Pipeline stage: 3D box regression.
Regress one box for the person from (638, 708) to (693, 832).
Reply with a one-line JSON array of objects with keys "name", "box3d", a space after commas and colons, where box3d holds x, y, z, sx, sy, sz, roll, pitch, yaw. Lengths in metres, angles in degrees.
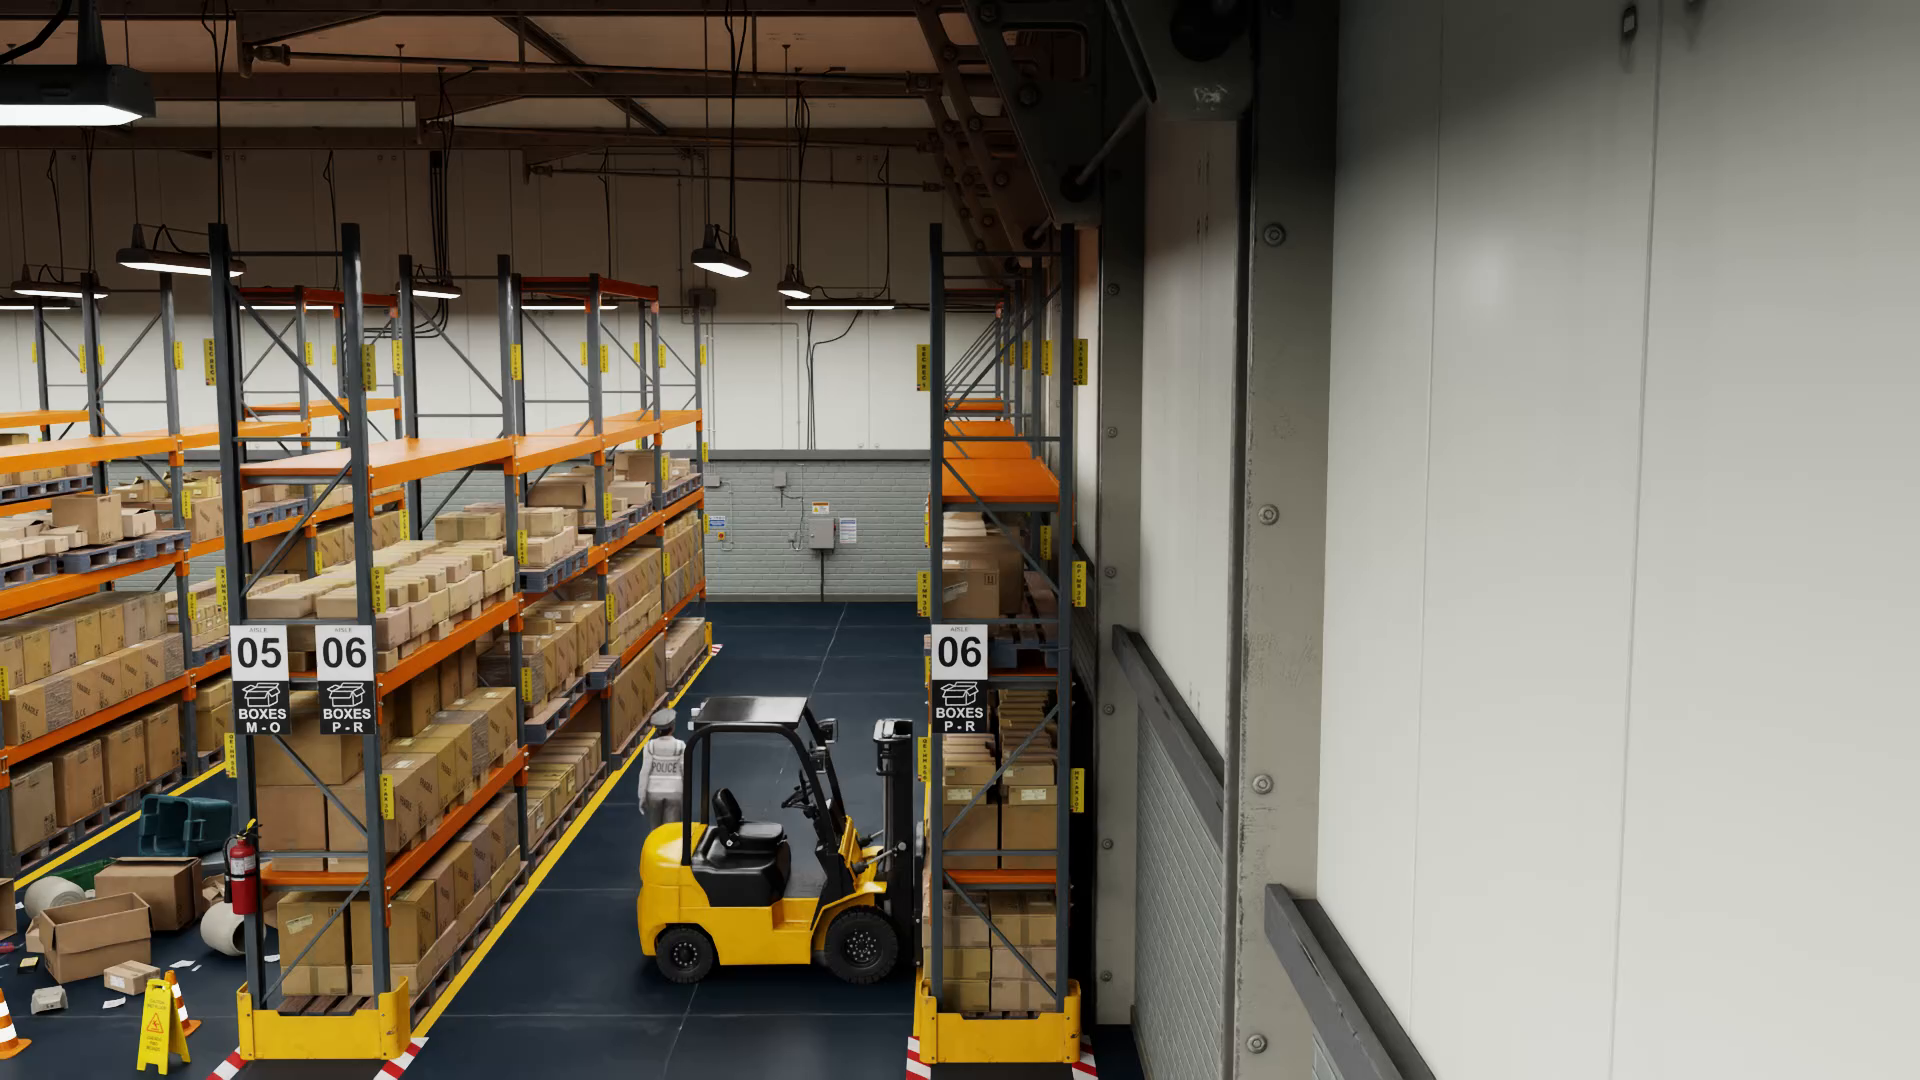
[{"name": "person", "box3d": [-2.827, 2.503, 16.002, 0.522, 1.730, 0.578, -1, 7, -5]}]
